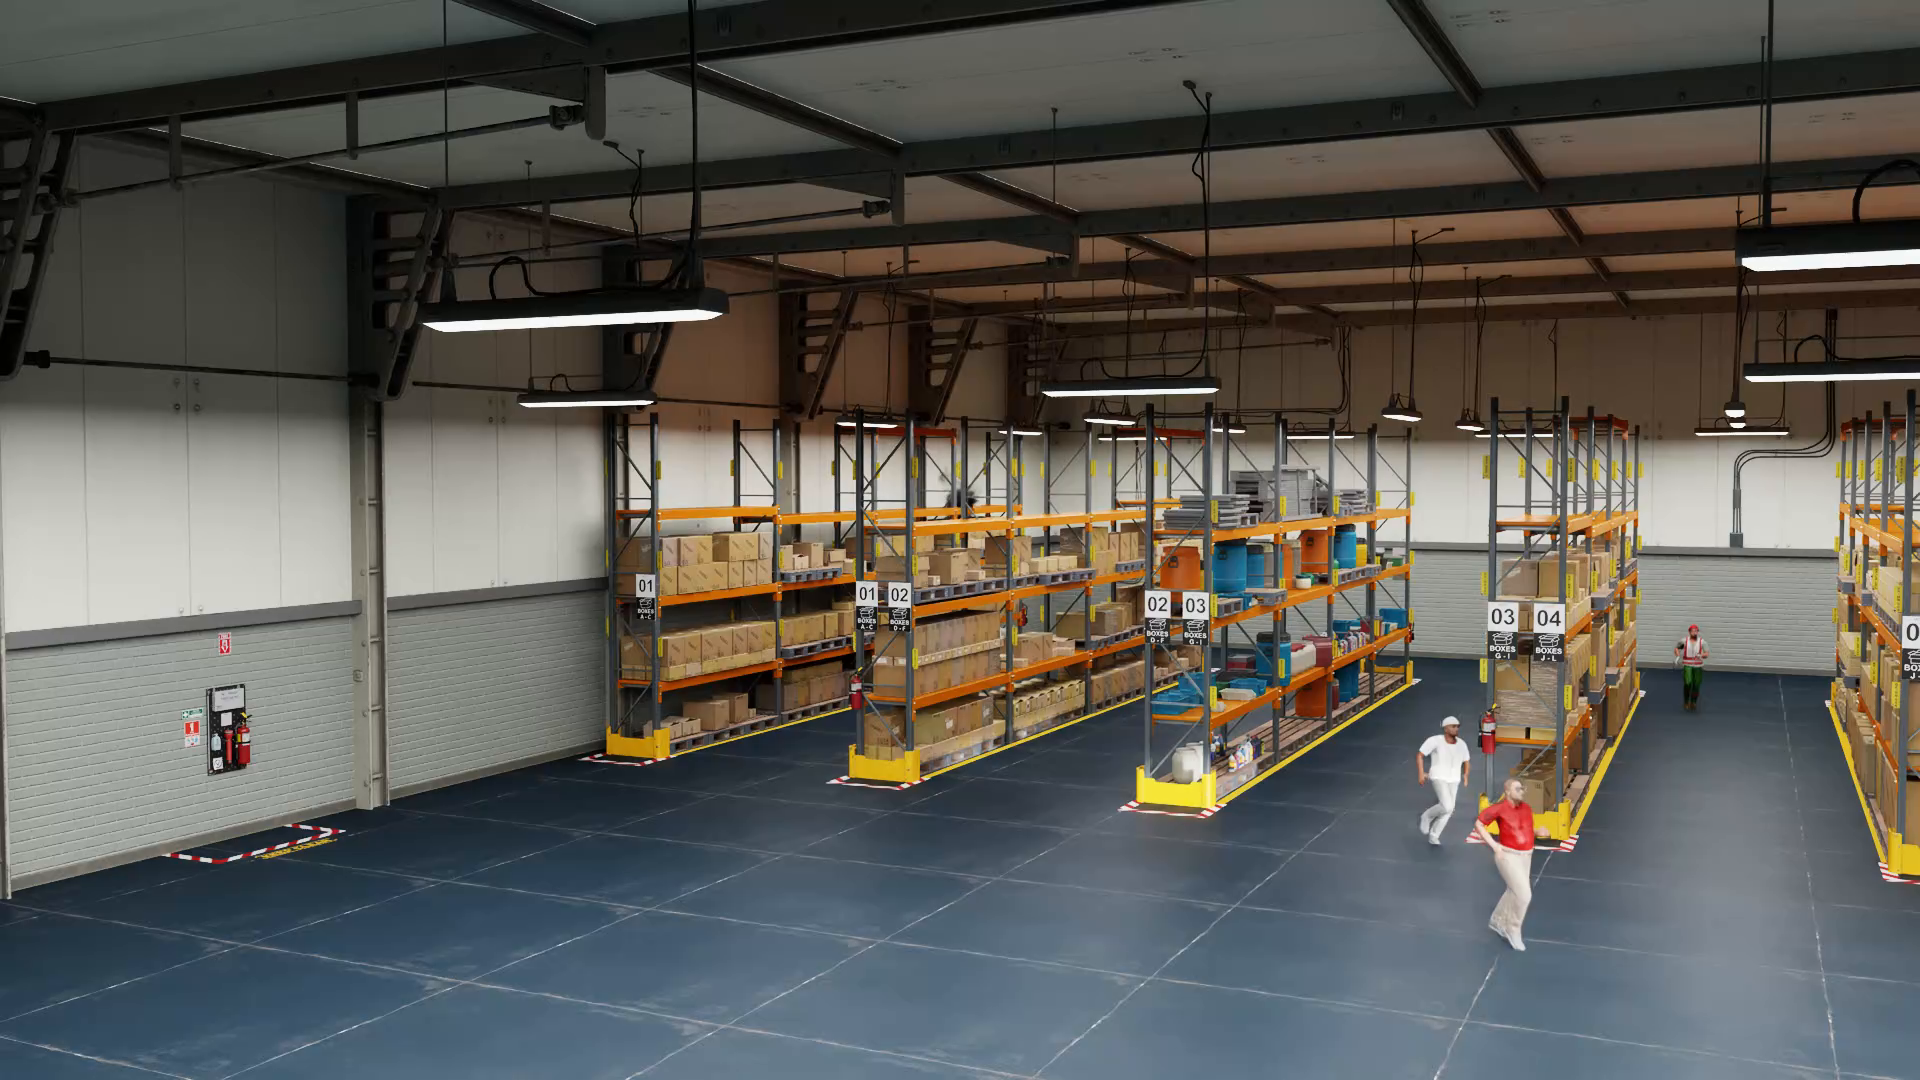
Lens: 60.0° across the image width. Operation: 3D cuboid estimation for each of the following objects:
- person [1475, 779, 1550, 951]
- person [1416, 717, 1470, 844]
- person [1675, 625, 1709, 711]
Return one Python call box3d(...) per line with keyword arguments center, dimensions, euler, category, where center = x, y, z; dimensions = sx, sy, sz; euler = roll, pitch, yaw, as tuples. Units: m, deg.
box3d(center=(5.853, 3.417, 17.505), dimensions=(0.637, 1.790, 0.714), euler=(-2, 3, -36), category="person")
box3d(center=(6.528, 3.218, 22.252), dimensions=(0.747, 1.693, 0.530), euler=(-1, 2, -14), category="person")
box3d(center=(15.227, 2.654, 34.572), dimensions=(0.644, 1.791, 0.710), euler=(1, 3, 18), category="person")
